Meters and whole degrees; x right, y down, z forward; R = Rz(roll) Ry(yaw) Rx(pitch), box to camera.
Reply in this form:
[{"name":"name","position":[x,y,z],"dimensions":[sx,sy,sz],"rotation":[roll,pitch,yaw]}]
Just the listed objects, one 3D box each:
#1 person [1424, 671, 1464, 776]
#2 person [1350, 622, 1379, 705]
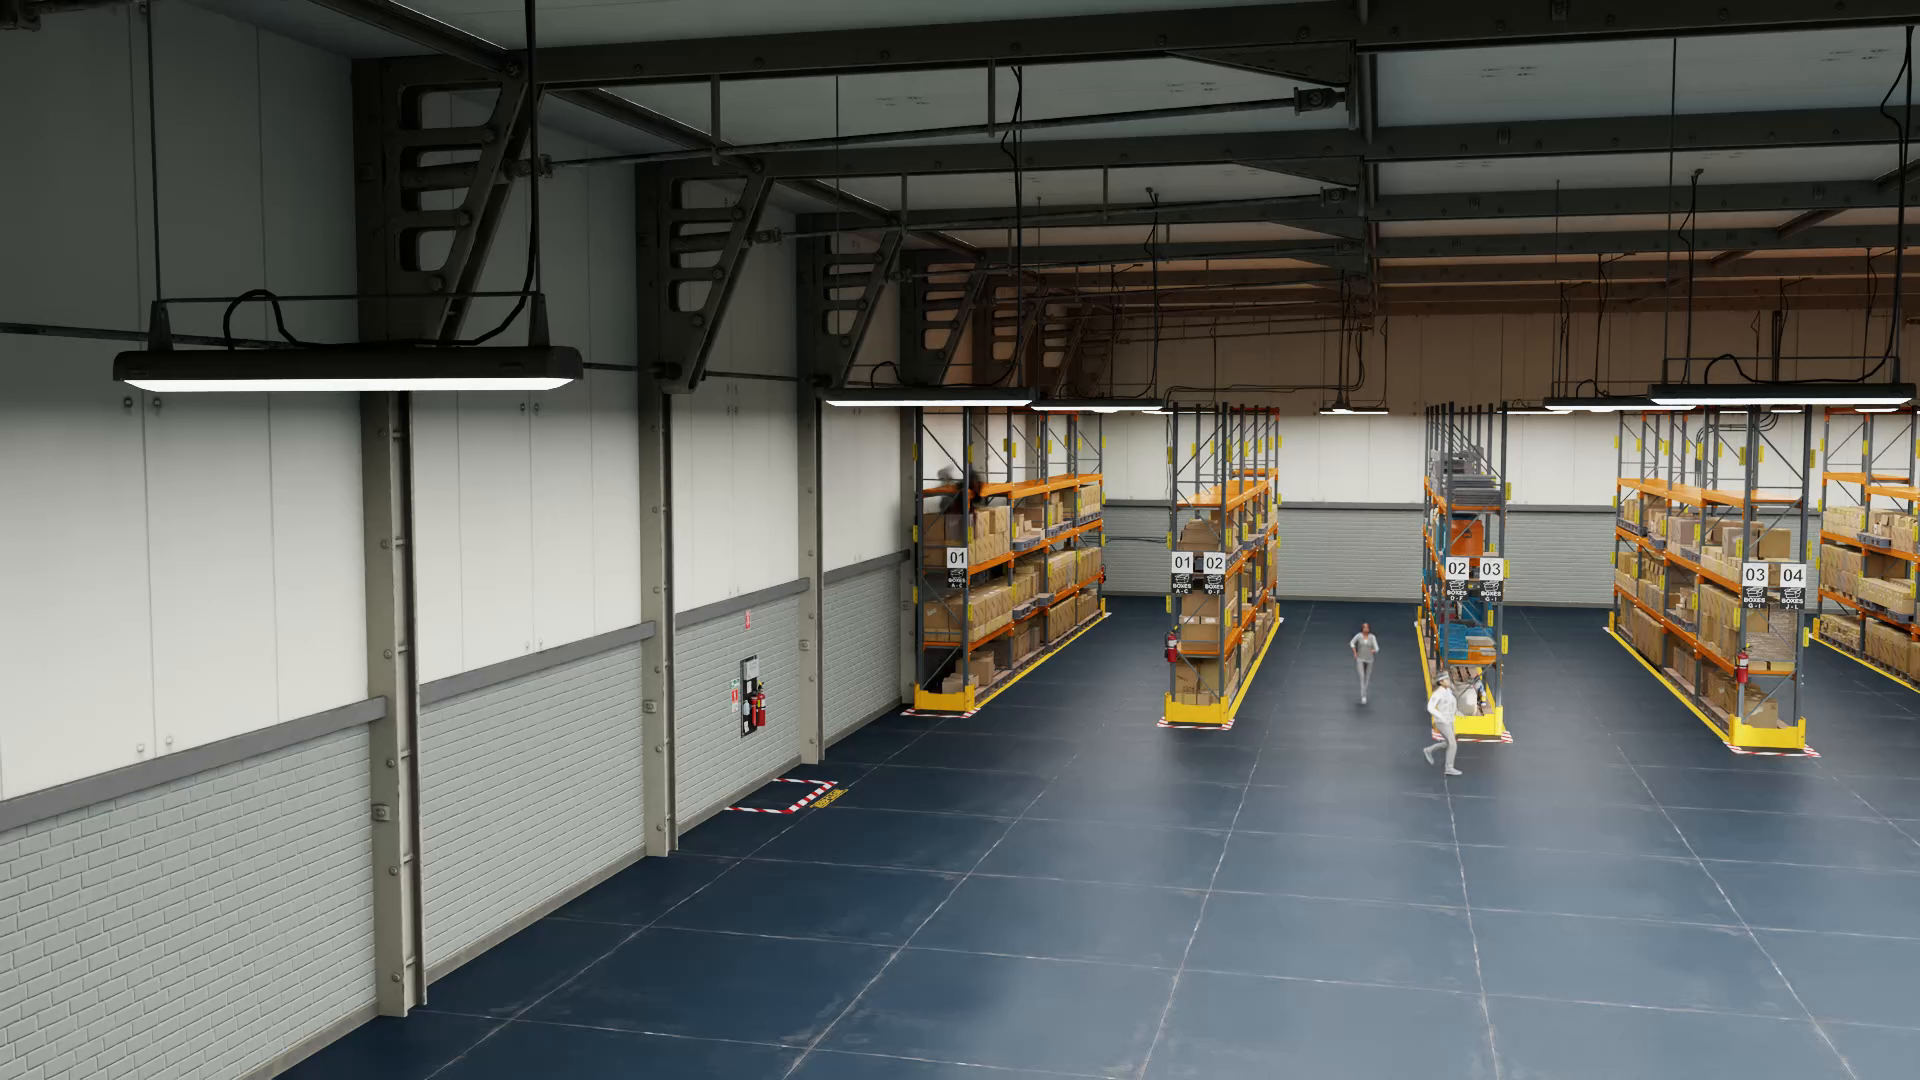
[{"name":"person","position":[7.754,2.921,26.709],"dimensions":[0.692,1.653,0.621],"rotation":[4,6,43]},{"name":"person","position":[8.128,2.448,33.396],"dimensions":[0.539,1.606,0.878],"rotation":[0,4,6]}]
